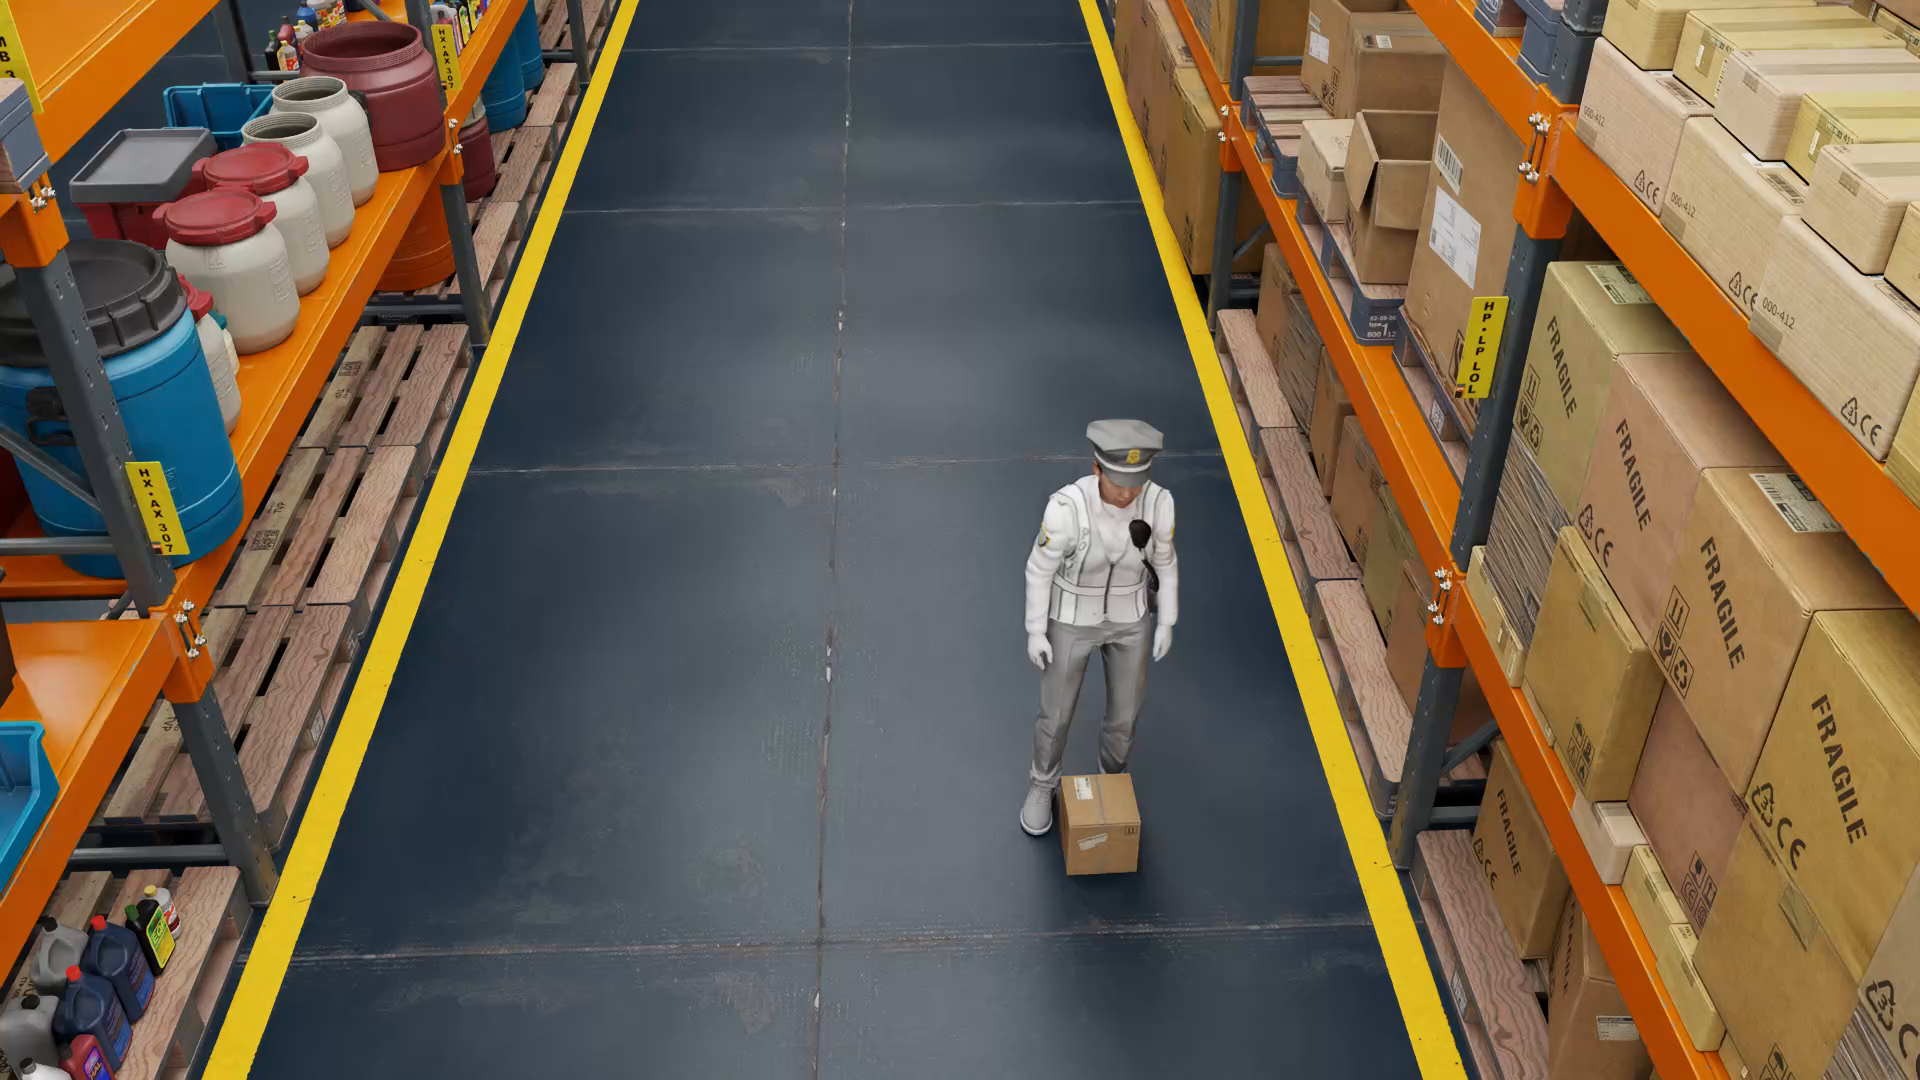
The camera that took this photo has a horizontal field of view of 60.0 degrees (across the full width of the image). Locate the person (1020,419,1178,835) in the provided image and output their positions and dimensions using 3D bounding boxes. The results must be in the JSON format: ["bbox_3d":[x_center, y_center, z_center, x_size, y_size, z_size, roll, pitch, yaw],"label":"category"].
[{"bbox_3d":[0.483,0.298,5.724,0.543,1.662,0.376,-4,36,-5],"label":"person"}]
